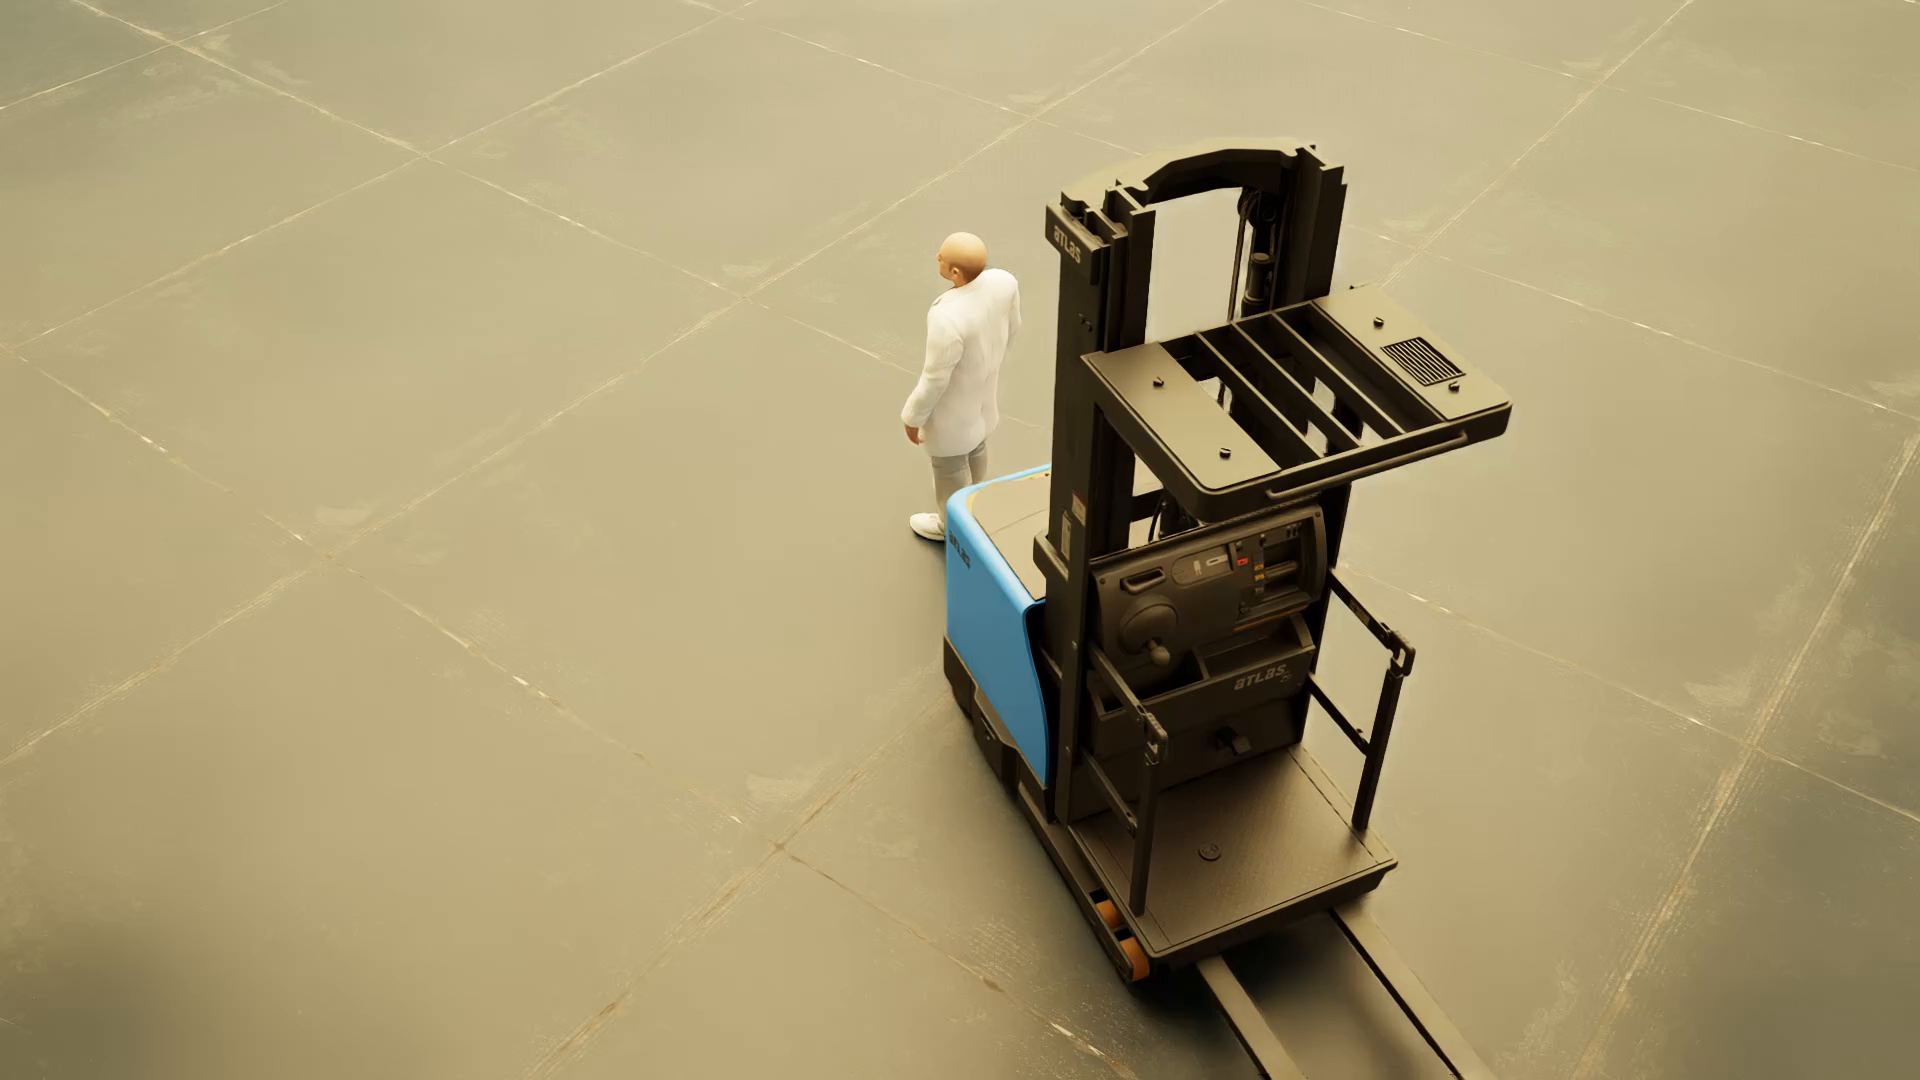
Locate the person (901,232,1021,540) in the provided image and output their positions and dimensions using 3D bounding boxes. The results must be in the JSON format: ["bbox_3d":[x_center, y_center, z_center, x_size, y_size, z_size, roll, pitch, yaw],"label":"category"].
[{"bbox_3d":[-0.083,-0.711,7.791,0.577,1.776,0.696,27,47,28],"label":"person"}]

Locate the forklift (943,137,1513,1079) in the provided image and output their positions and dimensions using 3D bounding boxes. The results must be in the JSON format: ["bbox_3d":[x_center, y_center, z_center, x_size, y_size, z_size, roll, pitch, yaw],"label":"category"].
[{"bbox_3d":[0.993,0.245,5.787,1.130,2.935,3.031,-16,43,-18],"label":"forklift"}]
